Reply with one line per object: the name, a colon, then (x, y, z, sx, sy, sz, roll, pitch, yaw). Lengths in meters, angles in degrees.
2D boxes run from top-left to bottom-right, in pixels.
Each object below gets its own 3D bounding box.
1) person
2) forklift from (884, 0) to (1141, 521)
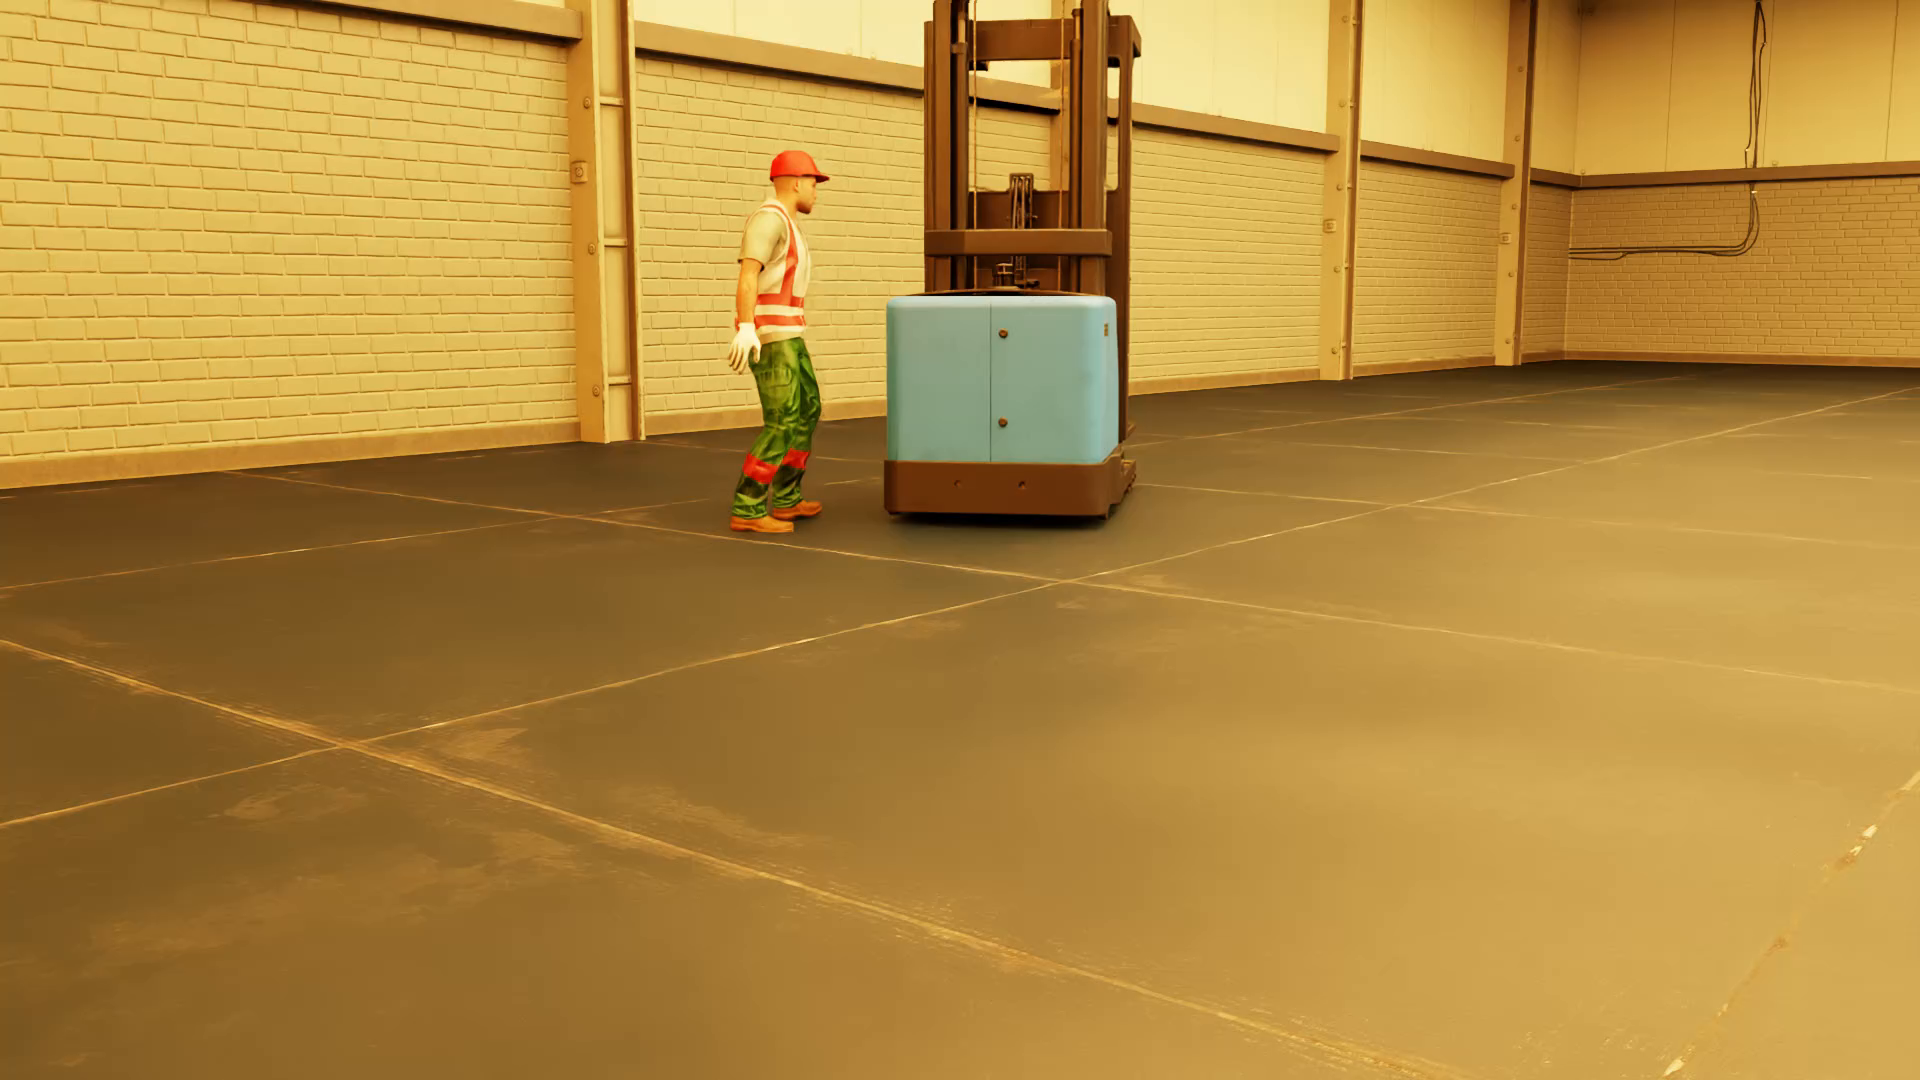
person: (-0.832, -0.917, 7.710, 0.454, 1.749, 0.879, 0, 8, 3)
forklift: (0.395, -1.717, 9.013, 1.130, 2.935, 3.031, 1, 8, 10)
